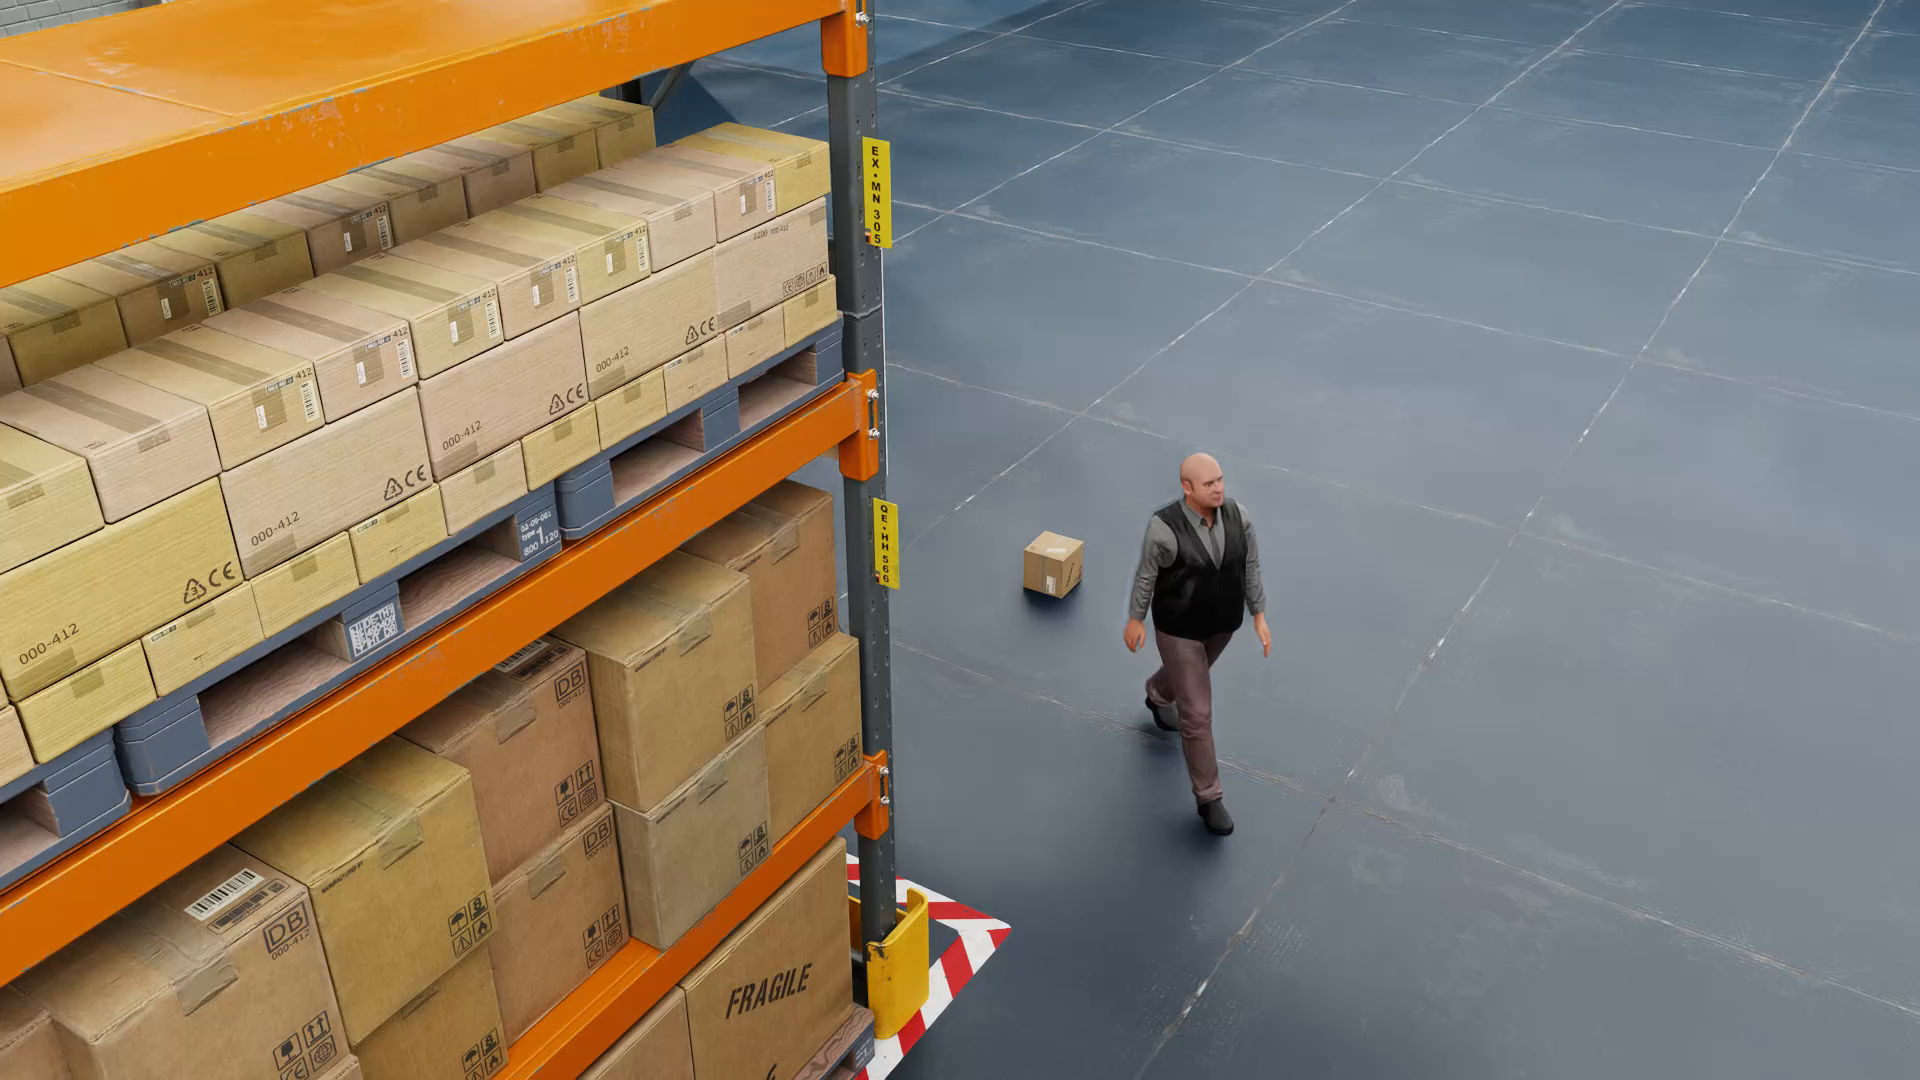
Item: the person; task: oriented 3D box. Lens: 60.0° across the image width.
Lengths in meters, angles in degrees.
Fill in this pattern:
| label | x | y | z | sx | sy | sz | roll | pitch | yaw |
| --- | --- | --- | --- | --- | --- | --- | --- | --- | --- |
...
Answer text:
| label | x | y | z | sx | sy | sz | roll | pitch | yaw |
| --- | --- | --- | --- | --- | --- | --- | --- | --- | --- |
| person | 1.110 | 0.388 | 7.555 | 0.566 | 1.666 | 1.071 | -15 | 33 | -24 |
